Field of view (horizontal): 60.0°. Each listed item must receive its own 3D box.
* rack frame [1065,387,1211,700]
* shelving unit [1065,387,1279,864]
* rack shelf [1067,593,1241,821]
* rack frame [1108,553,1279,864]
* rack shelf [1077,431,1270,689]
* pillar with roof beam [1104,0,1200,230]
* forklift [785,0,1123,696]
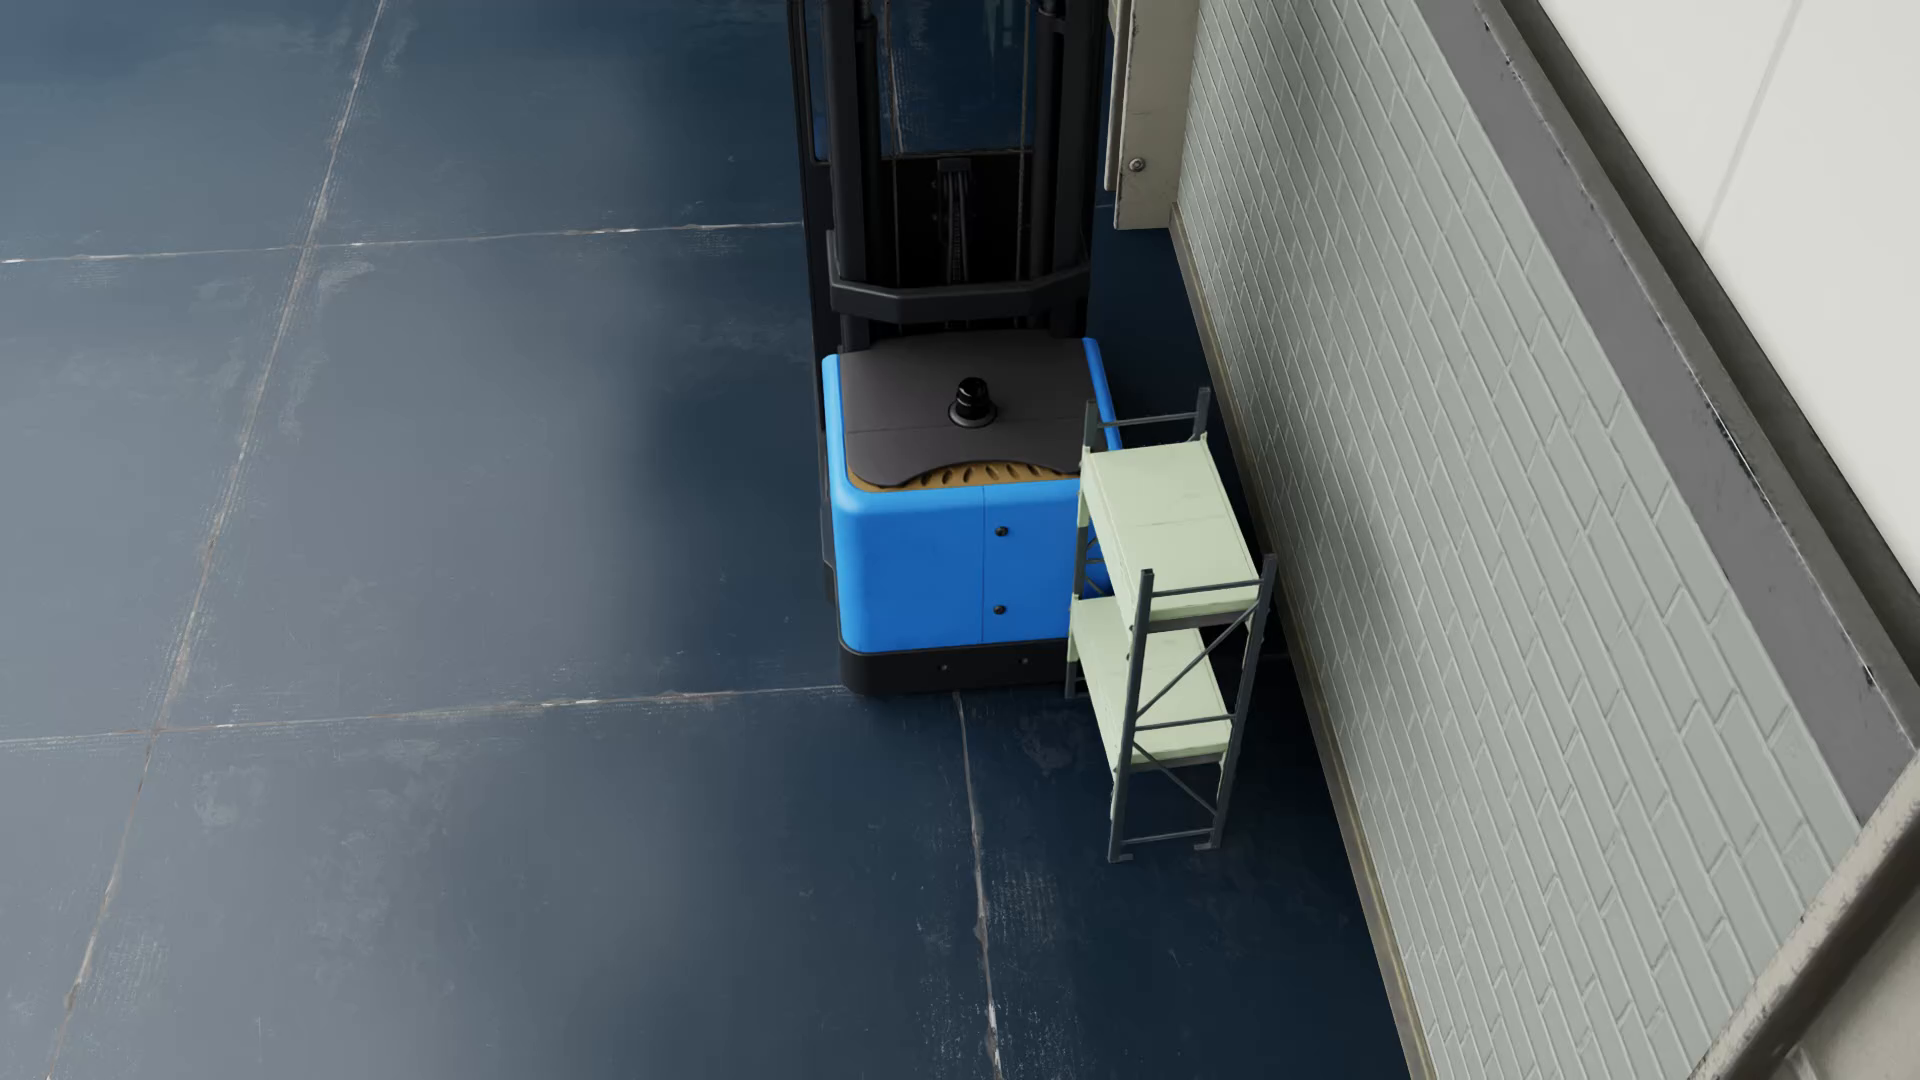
[{"bbox_3d":[0.597,0.060,5.797,0.400,1.500,0.023,-7,47,-6],"label":"rack frame"},{"bbox_3d":[0.657,0.322,5.548,0.431,1.500,0.755,-7,47,-6],"label":"shelving unit"},{"bbox_3d":[0.657,0.546,5.785,0.431,0.370,0.720,-7,47,-6],"label":"rack shelf"},{"bbox_3d":[0.716,0.584,5.300,0.400,1.500,0.023,-7,47,-6],"label":"rack frame"},{"bbox_3d":[0.657,0.054,5.265,0.431,0.370,0.720,-7,47,-6],"label":"rack shelf"},{"bbox_3d":[-3.372,-4.545,4.993,9.100,9.000,0.400,-3,47,-3],"label":"pillar with roof beam"},{"bbox_3d":[-0.068,-1.498,6.286,1.130,2.935,3.031,-4,47,-4],"label":"forklift"}]
